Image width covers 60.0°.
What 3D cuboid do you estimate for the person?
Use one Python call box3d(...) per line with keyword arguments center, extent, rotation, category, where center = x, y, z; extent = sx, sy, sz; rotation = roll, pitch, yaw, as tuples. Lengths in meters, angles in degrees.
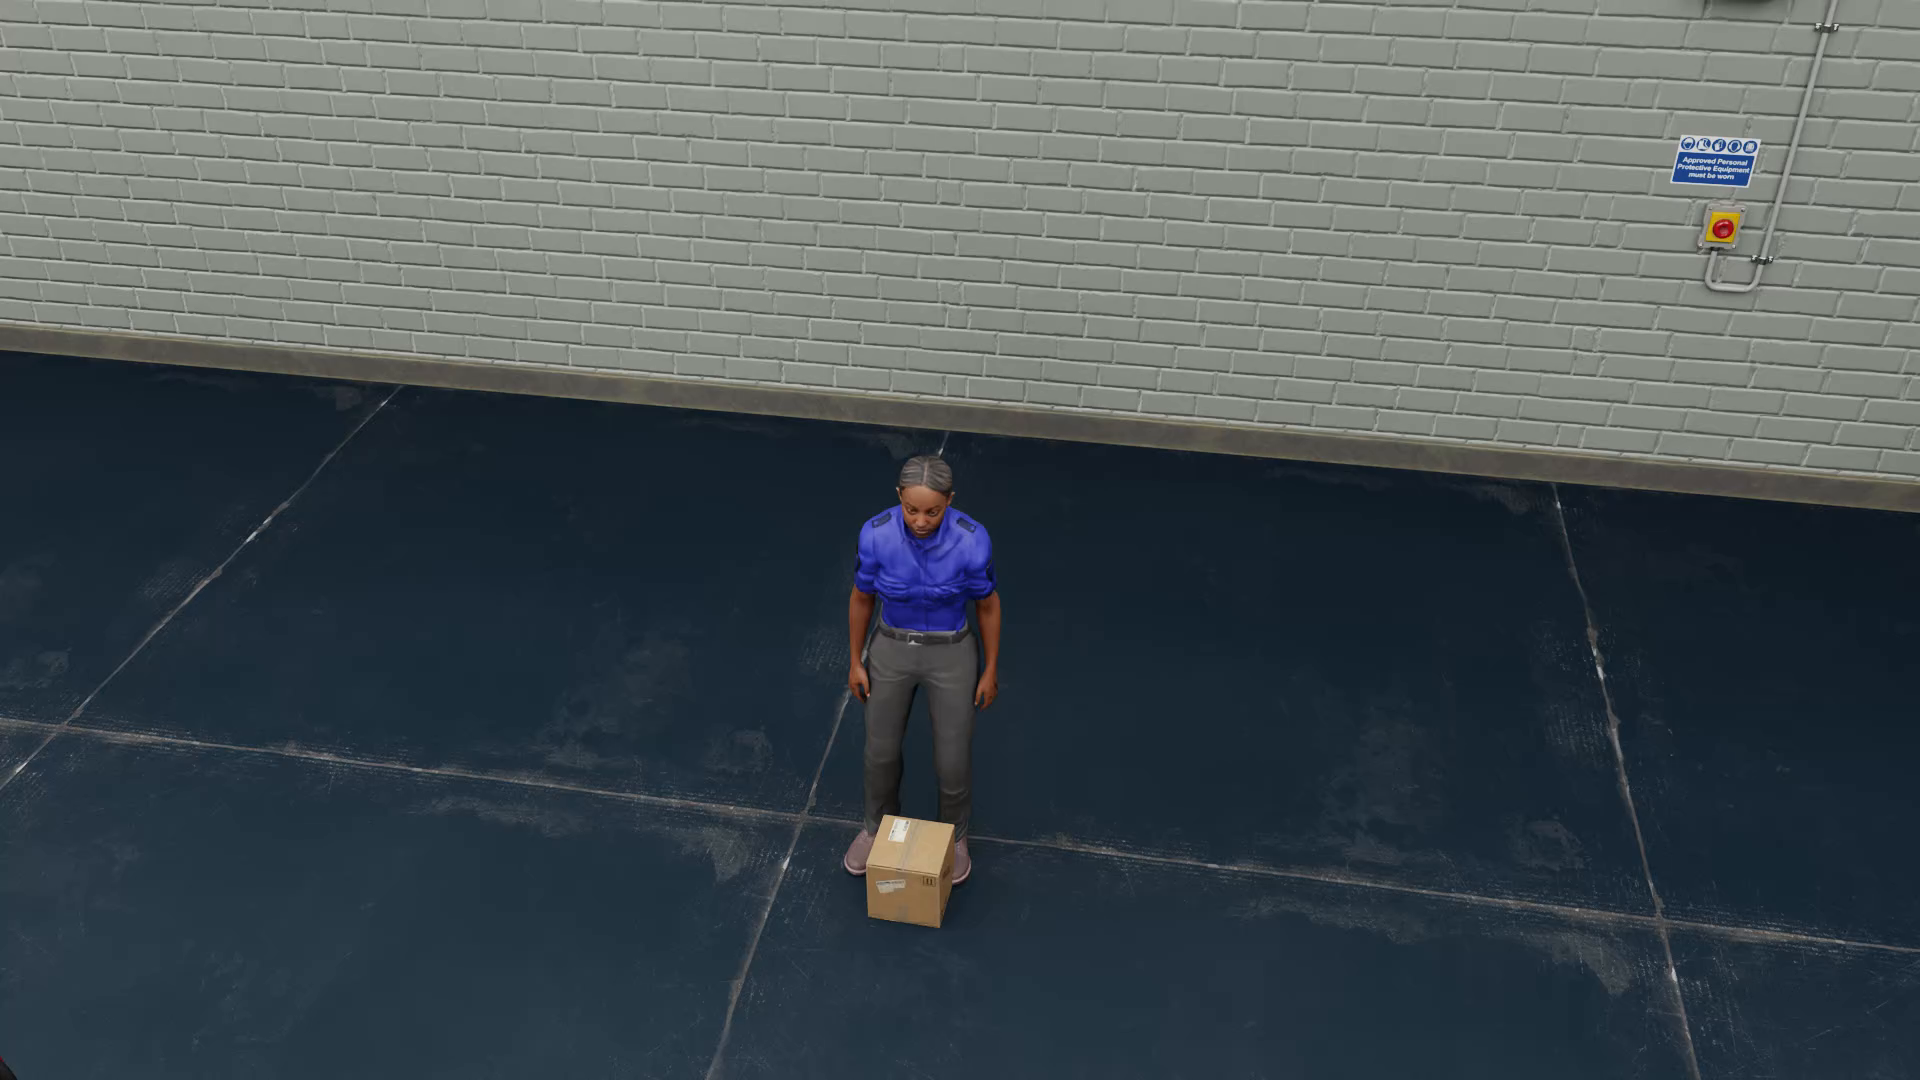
box3d(center=(-0.134, 0.414, 5.494), extent=(0.532, 1.655, 0.349), rotation=(3, 33, 5), category="person")
